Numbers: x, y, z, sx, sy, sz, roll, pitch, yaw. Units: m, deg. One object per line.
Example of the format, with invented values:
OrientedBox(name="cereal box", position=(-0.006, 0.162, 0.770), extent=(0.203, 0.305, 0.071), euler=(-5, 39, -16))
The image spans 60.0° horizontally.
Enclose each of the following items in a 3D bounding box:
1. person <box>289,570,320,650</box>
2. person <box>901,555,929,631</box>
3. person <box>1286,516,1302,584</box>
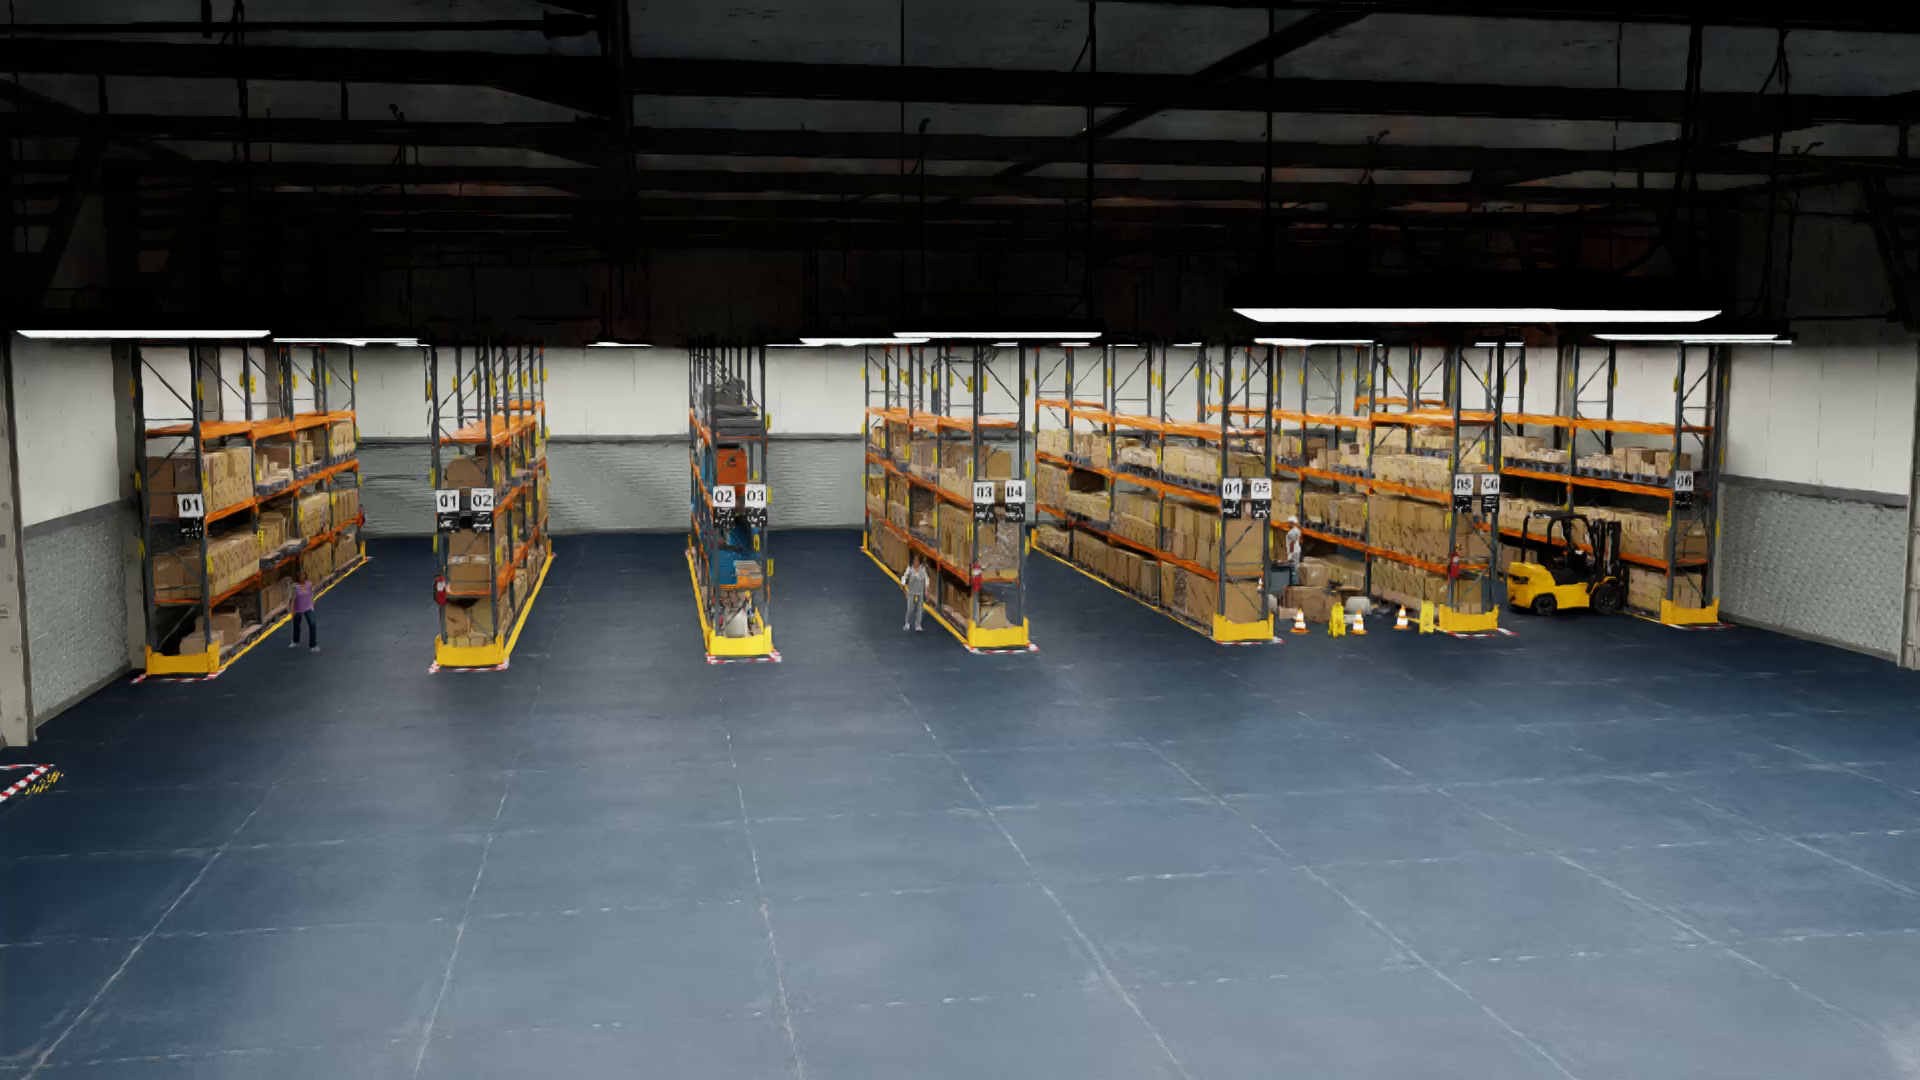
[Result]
OrientedBox(name="person", position=(-12.533, 1.329, 31.706), extent=(0.453, 1.537, 0.880), euler=(-4, 8, -33))
OrientedBox(name="person", position=(-0.895, 1.054, 33.202), extent=(0.566, 1.563, 0.494), euler=(-1, 7, -13))
OrientedBox(name="person", position=(7.866, 0.304, 39.468), extent=(0.577, 1.783, 0.662), euler=(2, 7, 13))
